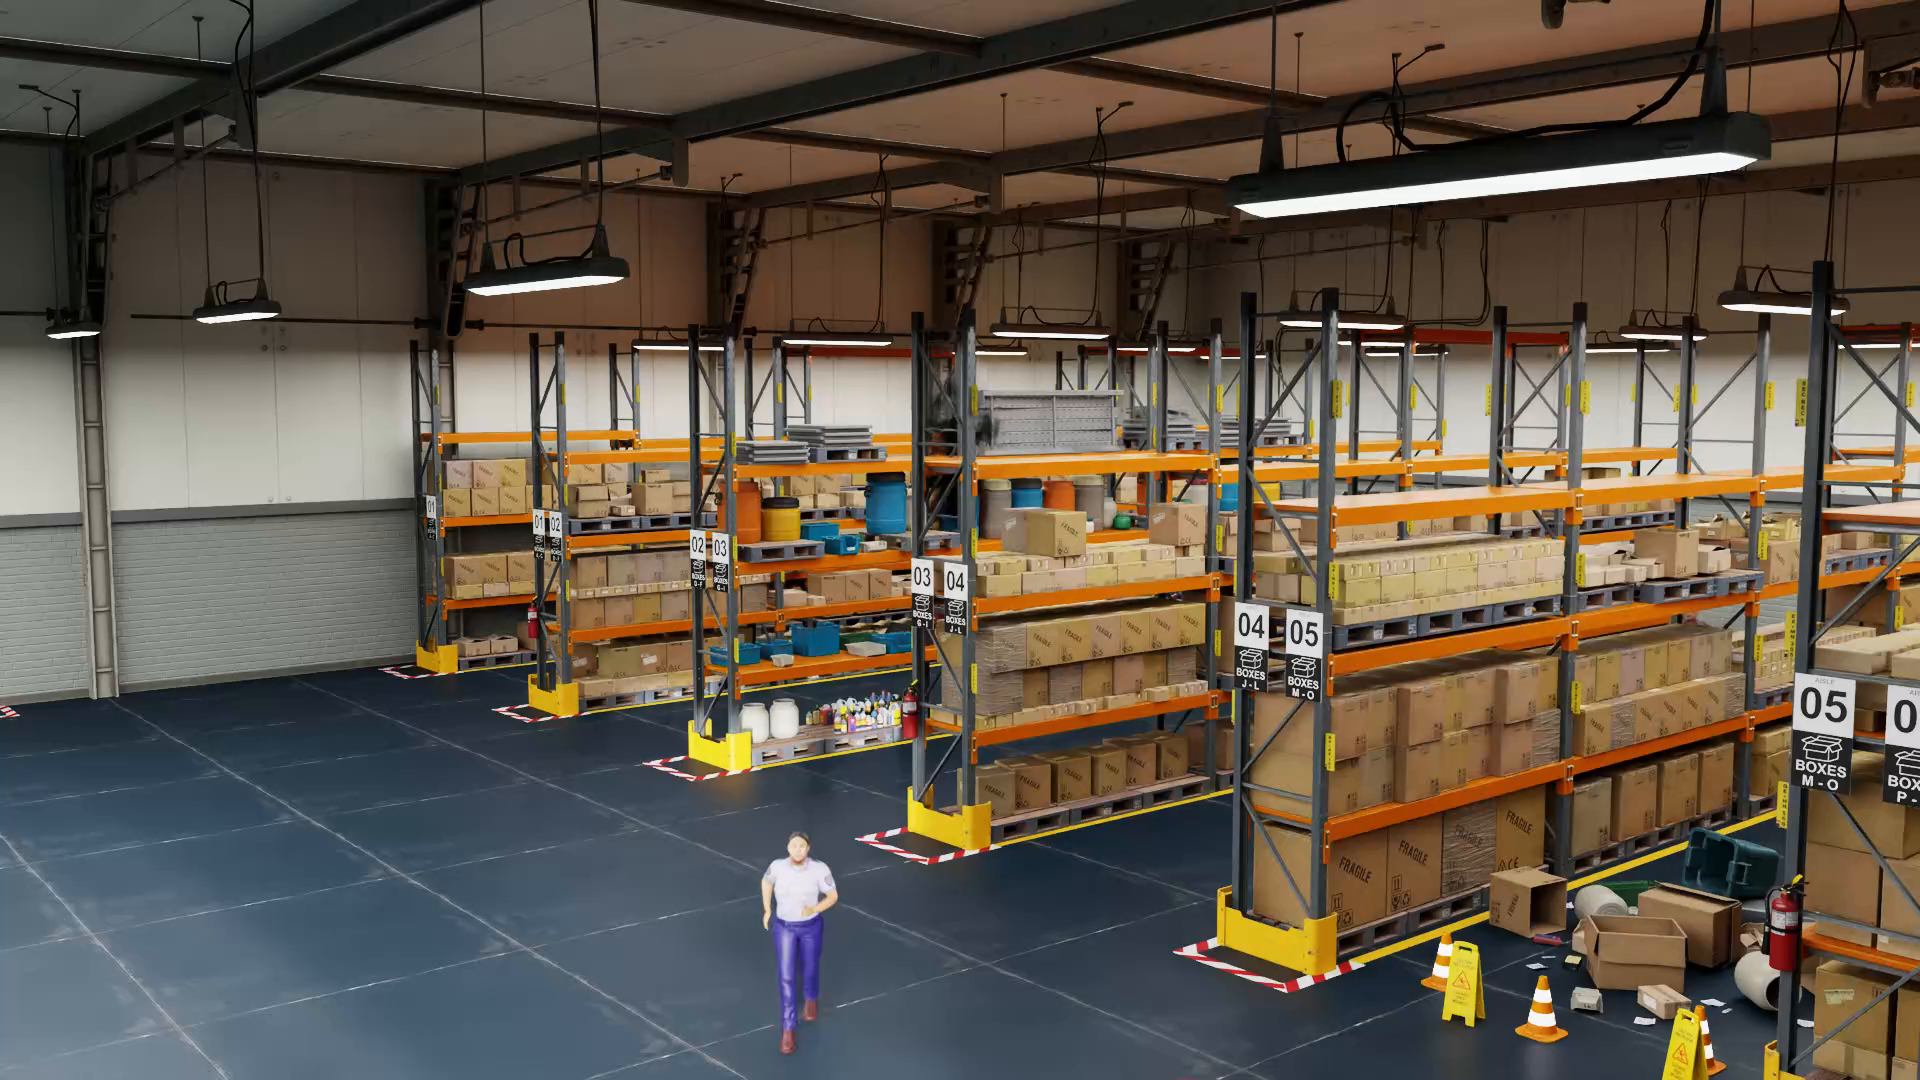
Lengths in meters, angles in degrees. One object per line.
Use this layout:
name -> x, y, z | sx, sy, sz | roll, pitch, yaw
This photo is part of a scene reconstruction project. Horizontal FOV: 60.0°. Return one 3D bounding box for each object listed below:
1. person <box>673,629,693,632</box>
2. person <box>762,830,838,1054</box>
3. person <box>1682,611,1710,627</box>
person -> -4.997, 1.517, 30.375 | 0.661, 1.673, 0.627 | 5, 7, 43
person -> -1.275, 3.111, 13.209 | 0.615, 1.654, 0.866 | 0, 5, -3
person -> 11.430, 1.880, 26.109 | 0.694, 1.737, 0.741 | 5, 7, 41
